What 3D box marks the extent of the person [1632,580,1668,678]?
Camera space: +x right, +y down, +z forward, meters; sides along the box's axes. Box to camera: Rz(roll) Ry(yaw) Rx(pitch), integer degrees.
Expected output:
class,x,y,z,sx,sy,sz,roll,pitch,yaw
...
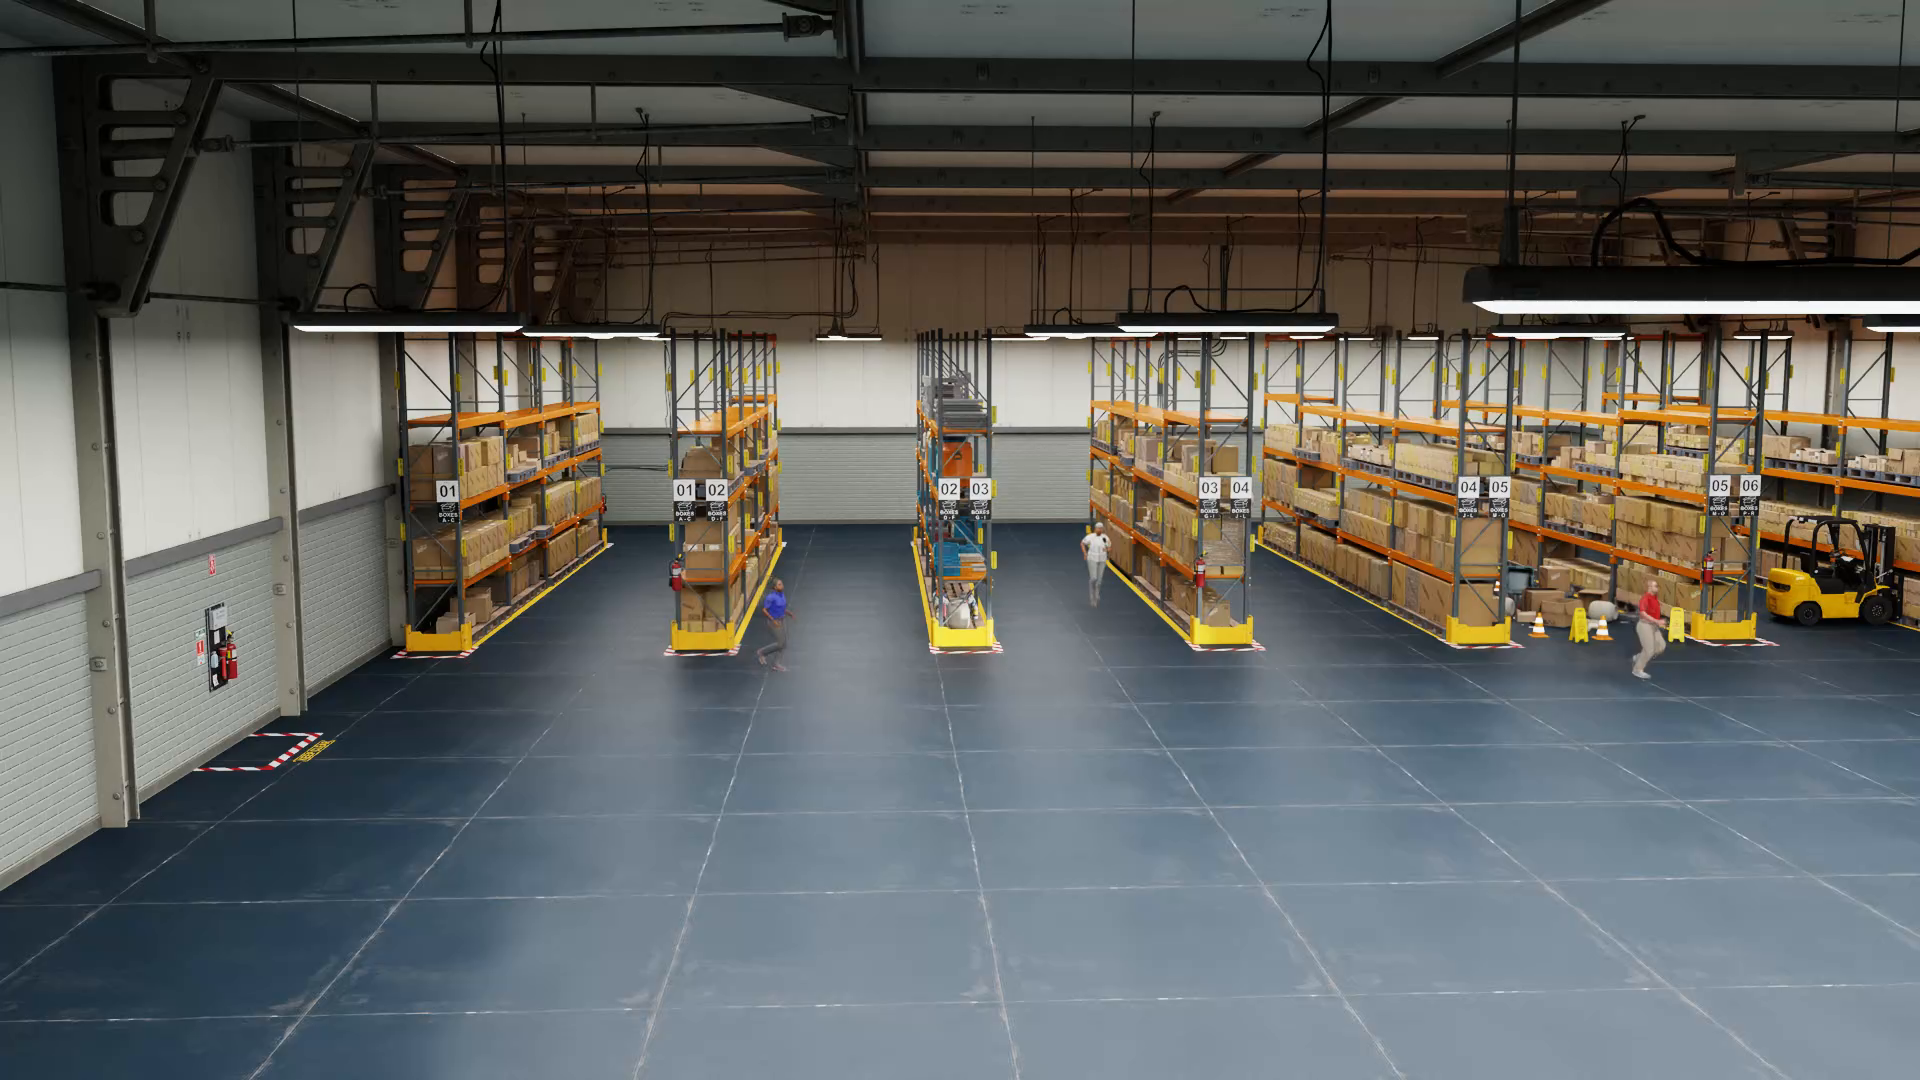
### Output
class,x,y,z,sx,sy,sz,roll,pitch,yaw
person,11.895,1.528,28.594,0.581,1.698,0.696,5,9,39

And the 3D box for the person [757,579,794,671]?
class,x,y,z,sx,sy,sz,roll,pitch,yaw
person,-3.229,1.485,29.296,0.597,1.628,0.572,3,7,24

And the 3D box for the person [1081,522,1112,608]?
class,x,y,z,sx,sy,sz,roll,pitch,yaw
person,2.904,0.512,35.052,0.587,1.778,0.648,-2,7,-14
